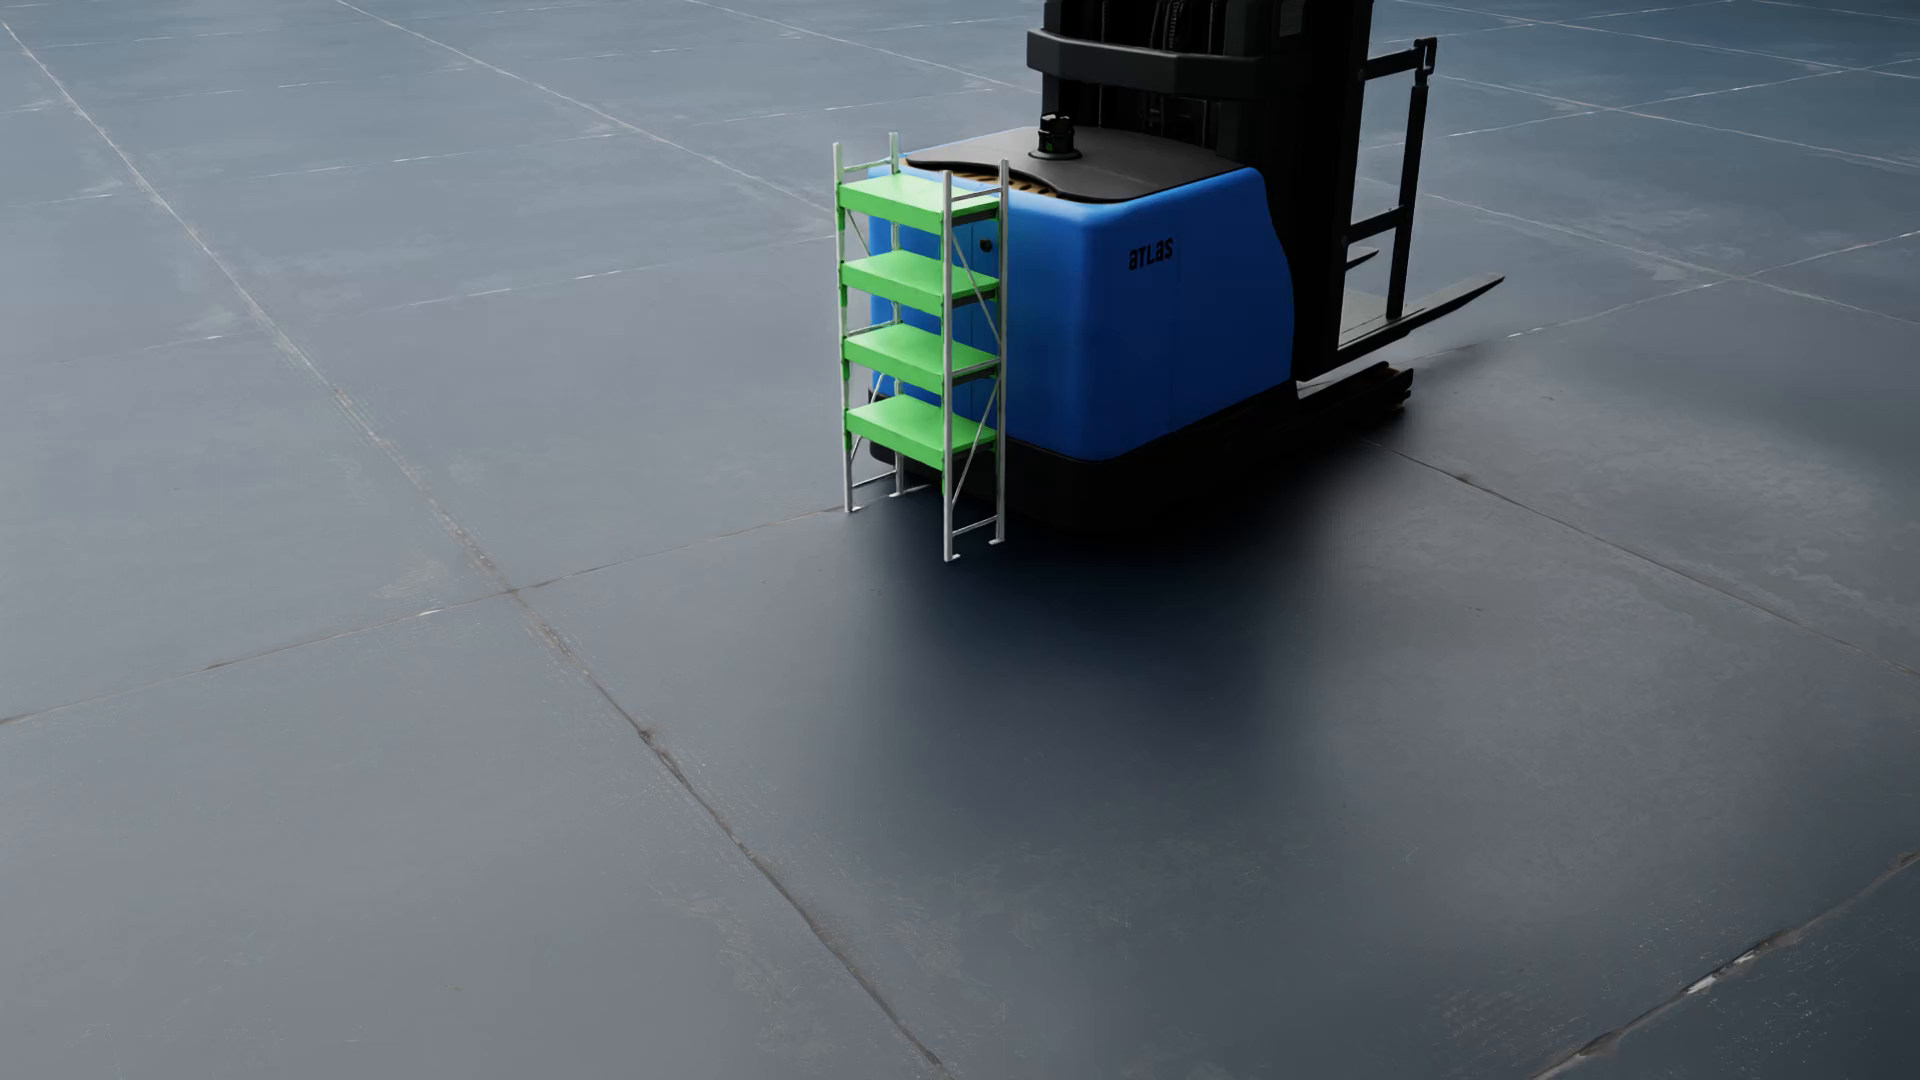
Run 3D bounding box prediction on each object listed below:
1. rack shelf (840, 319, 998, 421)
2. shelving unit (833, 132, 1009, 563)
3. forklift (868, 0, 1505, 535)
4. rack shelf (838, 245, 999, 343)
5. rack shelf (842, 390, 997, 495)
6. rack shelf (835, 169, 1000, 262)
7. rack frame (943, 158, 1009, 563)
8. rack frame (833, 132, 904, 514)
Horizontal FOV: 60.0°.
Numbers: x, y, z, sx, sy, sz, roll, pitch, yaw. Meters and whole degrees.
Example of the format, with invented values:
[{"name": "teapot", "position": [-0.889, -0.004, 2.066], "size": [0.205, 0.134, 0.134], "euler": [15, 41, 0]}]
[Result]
[{"name": "rack shelf", "position": [-0.118, -0.529, 5.115], "size": [0.258, 0.148, 0.480], "euler": [-21, 33, -37]}, {"name": "shelving unit", "position": [-0.118, -0.587, 5.088], "size": [0.258, 1.200, 0.503], "euler": [-21, 33, -37]}, {"name": "forklift", "position": [1.061, -1.883, 5.804], "size": [1.130, 2.935, 3.031], "euler": [22, 33, 38]}, {"name": "rack shelf", "position": [-0.118, -0.747, 5.013], "size": [0.258, 0.148, 0.480], "euler": [-21, 33, -37]}, {"name": "rack shelf", "position": [-0.118, -0.312, 5.218], "size": [0.258, 0.148, 0.480], "euler": [-21, 33, -37]}, {"name": "rack shelf", "position": [-0.118, -0.964, 4.911], "size": [0.258, 0.148, 0.480], "euler": [-21, 33, -37]}, {"name": "rack frame", "position": [0.046, -0.510, 4.925], "size": [0.240, 1.200, 0.015], "euler": [-21, 33, -37]}, {"name": "rack frame", "position": [-0.282, -0.664, 5.252], "size": [0.240, 1.200, 0.015], "euler": [-21, 33, -37]}]
